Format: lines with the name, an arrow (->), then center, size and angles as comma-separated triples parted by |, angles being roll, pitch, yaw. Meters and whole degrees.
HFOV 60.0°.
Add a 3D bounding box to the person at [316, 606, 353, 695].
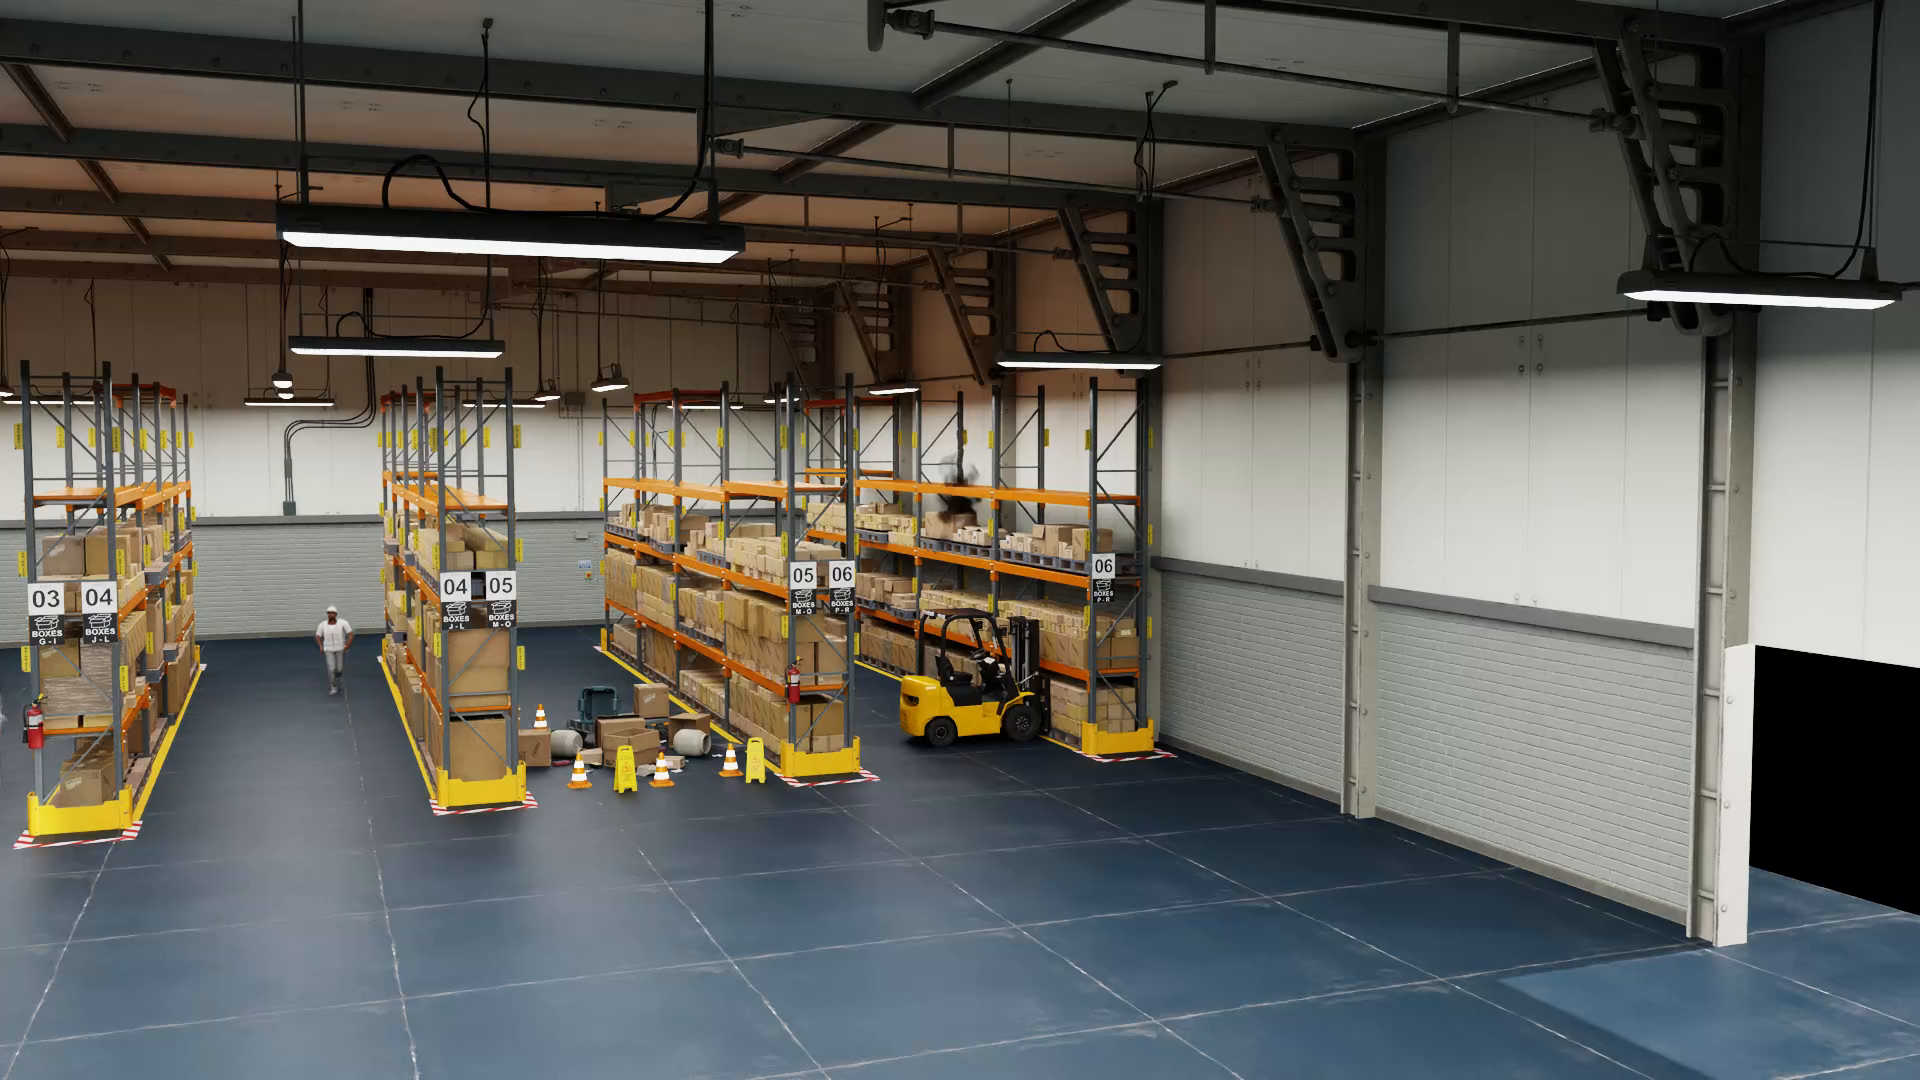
person -> -12.365, 2.169, 32.860 | 0.693, 1.732, 0.561 | -1, 4, -15
